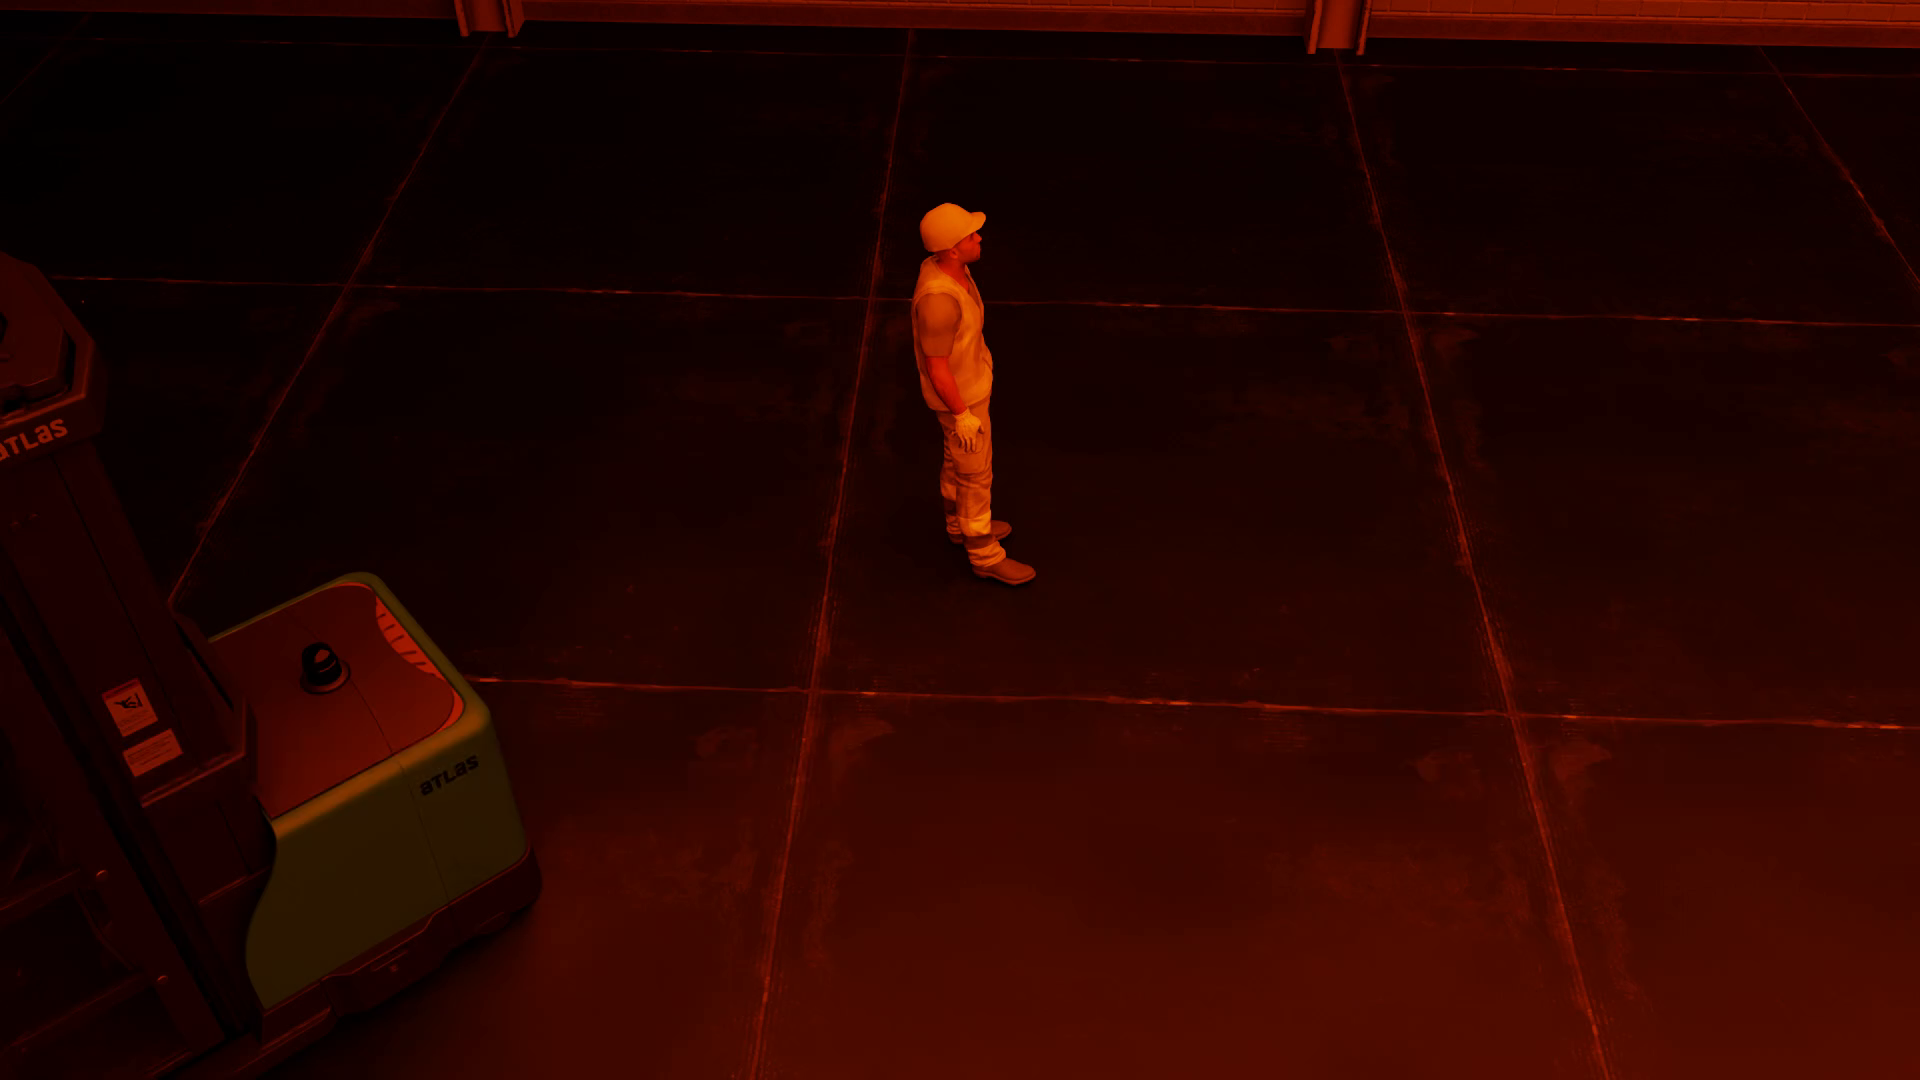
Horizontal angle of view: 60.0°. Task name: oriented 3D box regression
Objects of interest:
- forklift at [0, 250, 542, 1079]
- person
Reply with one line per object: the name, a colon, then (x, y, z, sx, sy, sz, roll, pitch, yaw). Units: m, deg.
forklift: (-3.054, 0.689, 4.987, 3.031, 2.935, 1.130, -29, 50, -28)
person: (0.080, -0.655, 7.296, 0.563, 1.787, 0.637, 2, 42, 2)
